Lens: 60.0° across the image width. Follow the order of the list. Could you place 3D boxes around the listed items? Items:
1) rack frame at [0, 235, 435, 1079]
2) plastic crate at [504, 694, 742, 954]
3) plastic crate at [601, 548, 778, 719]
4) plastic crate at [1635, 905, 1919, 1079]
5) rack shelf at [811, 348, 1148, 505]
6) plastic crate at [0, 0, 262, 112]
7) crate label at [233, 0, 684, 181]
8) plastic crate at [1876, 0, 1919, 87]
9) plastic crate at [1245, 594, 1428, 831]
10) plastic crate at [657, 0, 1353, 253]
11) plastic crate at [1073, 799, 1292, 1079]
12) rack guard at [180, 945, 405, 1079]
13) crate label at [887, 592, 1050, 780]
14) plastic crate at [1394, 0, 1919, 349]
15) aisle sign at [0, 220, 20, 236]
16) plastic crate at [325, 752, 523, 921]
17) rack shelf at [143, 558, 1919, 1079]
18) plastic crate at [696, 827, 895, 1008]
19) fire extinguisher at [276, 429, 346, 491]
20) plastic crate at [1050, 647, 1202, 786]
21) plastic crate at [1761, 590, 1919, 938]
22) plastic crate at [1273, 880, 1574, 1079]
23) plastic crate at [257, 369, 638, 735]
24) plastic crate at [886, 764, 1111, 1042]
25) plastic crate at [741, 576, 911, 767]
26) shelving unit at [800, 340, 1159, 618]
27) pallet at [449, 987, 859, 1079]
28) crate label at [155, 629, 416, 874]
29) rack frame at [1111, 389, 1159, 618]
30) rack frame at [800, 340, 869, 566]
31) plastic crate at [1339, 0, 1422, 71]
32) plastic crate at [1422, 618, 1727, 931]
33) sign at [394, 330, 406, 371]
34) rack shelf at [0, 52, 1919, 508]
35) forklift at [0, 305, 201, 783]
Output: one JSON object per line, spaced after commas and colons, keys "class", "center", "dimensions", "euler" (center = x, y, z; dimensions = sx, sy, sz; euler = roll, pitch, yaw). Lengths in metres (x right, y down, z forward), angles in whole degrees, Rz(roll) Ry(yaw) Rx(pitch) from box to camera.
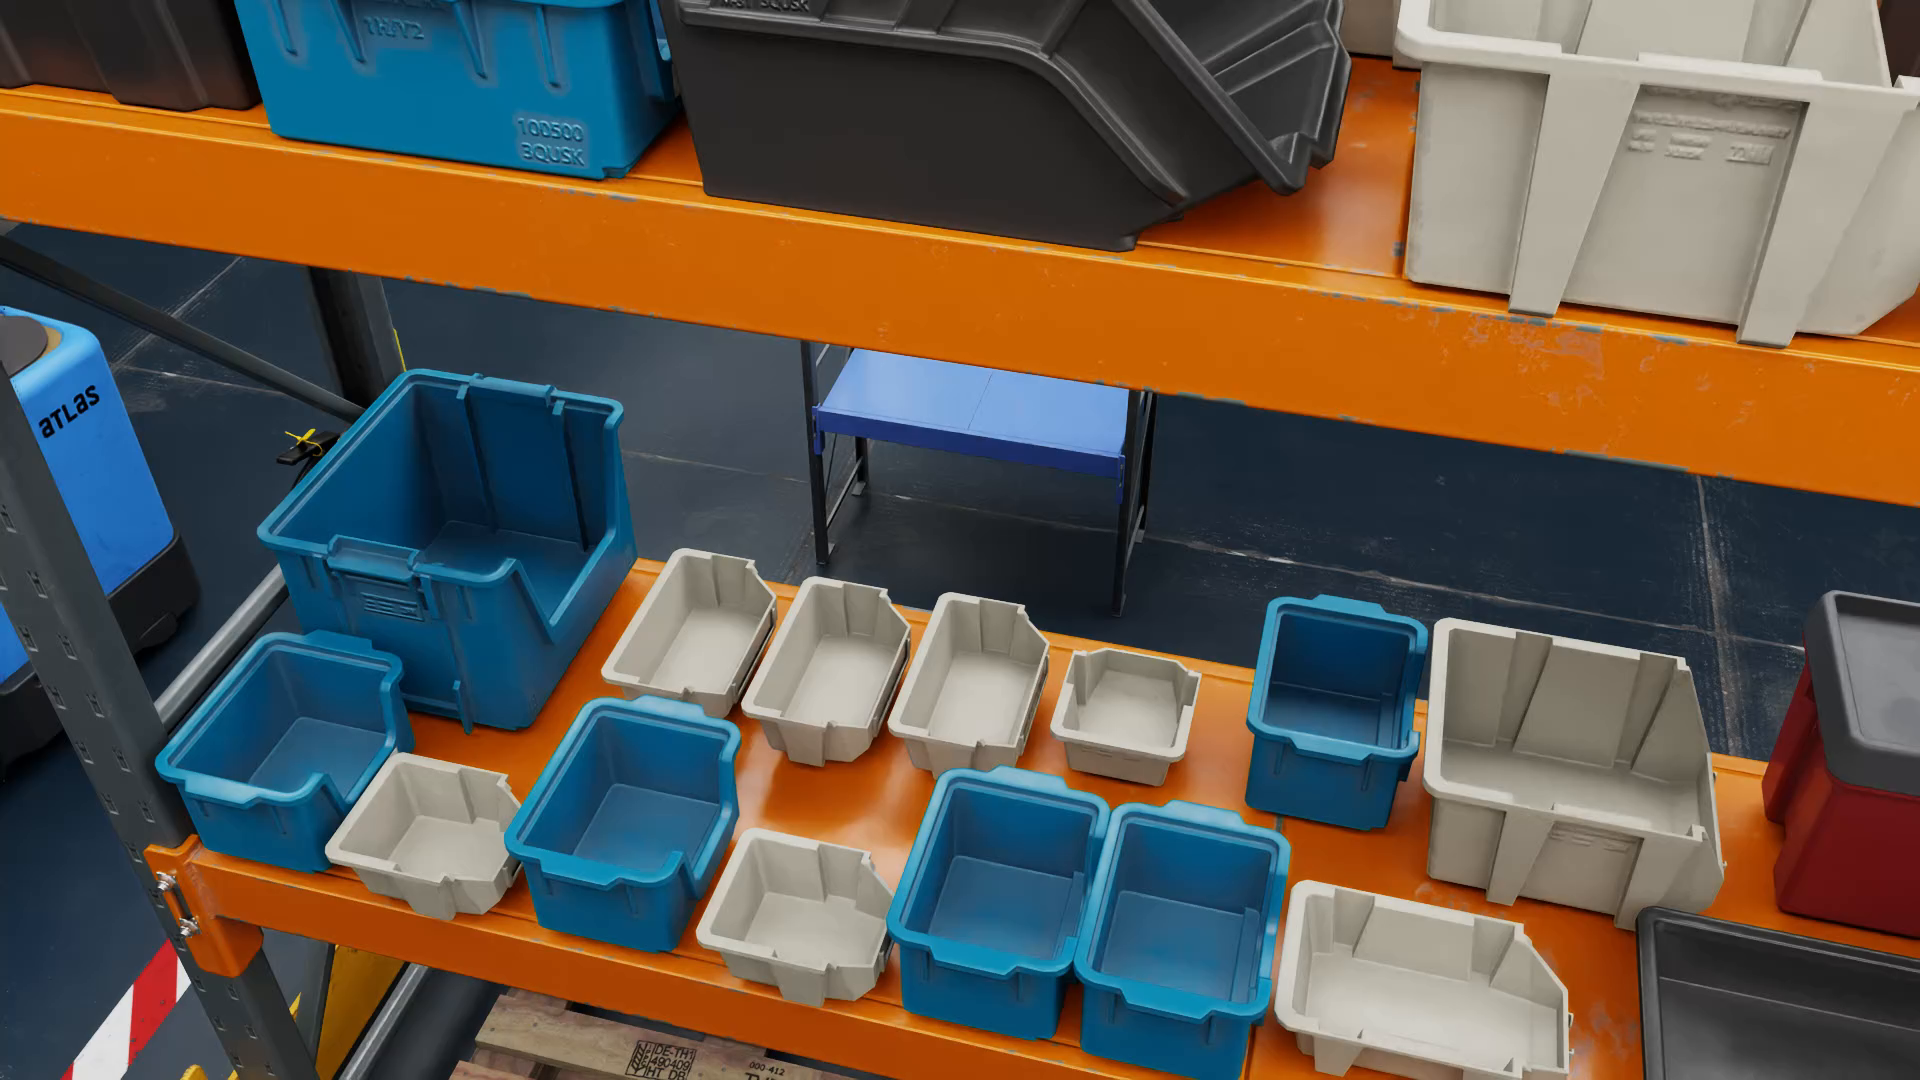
{"class": "rack frame", "center": [-1.357, 0.108, 3.289], "dimensions": [0.127, 3.000, 1.000], "euler": [10, 41, 11]}
{"class": "plastic crate", "center": [-0.568, 0.504, 2.901], "dimensions": [0.300, 0.233, 0.416], "euler": [10, 41, 11]}
{"class": "plastic crate", "center": [-0.522, 0.209, 3.327], "dimensions": [0.243, 0.136, 0.396], "euler": [10, 41, 11]}
{"class": "plastic crate", "center": [1.356, 0.836, 2.590], "dimensions": [0.590, 0.125, 0.437], "euler": [10, 41, 11]}
{"class": "rack shelf", "center": [0.082, -0.422, 5.366], "dimensions": [1.000, 0.185, 0.538], "euler": [10, 41, 11]}
{"class": "plastic crate", "center": [-1.057, -0.754, 2.084], "dimensions": [0.590, 0.269, 0.497], "euler": [10, 41, 11]}
{"class": "crate label", "center": [-0.549, -0.630, 1.951], "dimensions": [0.502, 0.251, 0.408], "euler": [10, 41, 11]}
{"class": "plastic crate", "center": [1.378, -0.703, 2.024], "dimensions": [0.590, 0.269, 0.497], "euler": [10, 41, 11]}
{"class": "plastic crate", "center": [0.693, 0.331, 3.107], "dimensions": [0.300, 0.233, 0.416], "euler": [10, 41, 11]}
{"class": "plastic crate", "center": [0.048, -0.592, 1.839], "dimensions": [0.767, 0.338, 0.504], "euler": [10, 41, 11]}
{"class": "plastic crate", "center": [0.358, 0.663, 2.712], "dimensions": [0.300, 0.233, 0.416], "euler": [10, 41, 11]}
{"class": "rack guard", "center": [-1.383, 1.069, 4.088], "dimensions": [0.348, 0.500, 1.175], "euler": [10, 41, 11]}
{"class": "crate label", "center": [0.029, 0.297, 3.222], "dimensions": [0.243, 0.136, 0.396], "euler": [10, 41, 11]}
{"class": "plastic crate", "center": [0.704, -0.435, 1.696], "dimensions": [0.530, 0.282, 0.437], "euler": [10, 41, 11]}
{"class": "aisle sign", "center": [-1.503, -0.715, 2.248], "dimensions": [0.004, 0.787, 0.394], "euler": [10, 41, 11]}
{"class": "plastic crate", "center": [-0.915, 0.536, 2.938], "dimensions": [0.298, 0.136, 0.250], "euler": [10, 41, 11]}
{"class": "rack shelf", "center": [0.575, 0.716, 3.125], "dimensions": [4.000, 0.370, 1.077], "euler": [10, 41, 11]}
{"class": "plastic crate", "center": [-0.260, 0.649, 2.804], "dimensions": [0.298, 0.136, 0.250], "euler": [10, 41, 11]}
{"class": "fire extinguisher", "center": [-1.385, -0.027, 3.800], "dimensions": [0.183, 0.674, 0.296], "euler": [10, 41, 11]}
{"class": "plastic crate", "center": [0.320, 0.335, 3.177], "dimensions": [0.250, 0.136, 0.298], "euler": [10, 41, 11]}
{"class": "plastic crate", "center": [1.709, 0.421, 2.820], "dimensions": [0.583, 0.464, 0.402], "euler": [10, 41, 11]}
{"class": "plastic crate", "center": [0.747, 0.748, 2.685], "dimensions": [0.466, 0.136, 0.293], "euler": [10, 41, 11]}
{"class": "plastic crate", "center": [-0.985, 0.011, 3.331], "dimensions": [0.499, 0.435, 0.616], "euler": [10, 41, 11]}
{"class": "plastic crate", "center": [0.068, 0.613, 2.771], "dimensions": [0.300, 0.233, 0.416], "euler": [10, 41, 11]}
{"class": "plastic crate", "center": [-0.246, 0.266, 3.259], "dimensions": [0.243, 0.136, 0.396], "euler": [10, 41, 11]}
{"class": "shelving unit", "center": [0.082, -0.560, 5.251], "dimensions": [1.048, 1.500, 0.538], "euler": [10, 41, 11]}
{"class": "pallet", "center": [-0.570, 1.337, 3.994], "dimensions": [1.213, 0.211, 1.003], "euler": [10, 41, 11]}
{"class": "crate label", "center": [-1.204, 0.394, 3.032], "dimensions": [0.303, 0.233, 0.416], "euler": [10, 41, 11]}
{"class": "rack frame", "center": [0.573, -0.476, 5.150], "dimensions": [0.032, 1.500, 0.500], "euler": [10, 41, 11]}
{"class": "rack frame", "center": [-0.409, -0.645, 5.351], "dimensions": [0.032, 1.500, 0.500], "euler": [10, 41, 11]}
{"class": "plastic crate", "center": [0.703, -0.751, 2.184], "dimensions": [0.530, 0.136, 0.437], "euler": [10, 41, 11]}
{"class": "plastic crate", "center": [1.080, 0.427, 2.955], "dimensions": [0.530, 0.282, 0.437], "euler": [10, 41, 11]}
{"class": "sign", "center": [-1.230, -0.299, 3.647], "dimensions": [0.005, 0.325, 0.100], "euler": [10, 41, 11]}
{"class": "rack shelf", "center": [0.575, -0.433, 2.160], "dimensions": [4.000, 0.370, 1.077], "euler": [10, 41, 11]}
{"class": "forklift", "center": [-3.514, -0.152, 3.652], "dimensions": [1.130, 2.935, 3.031], "euler": [15, 42, 17]}
